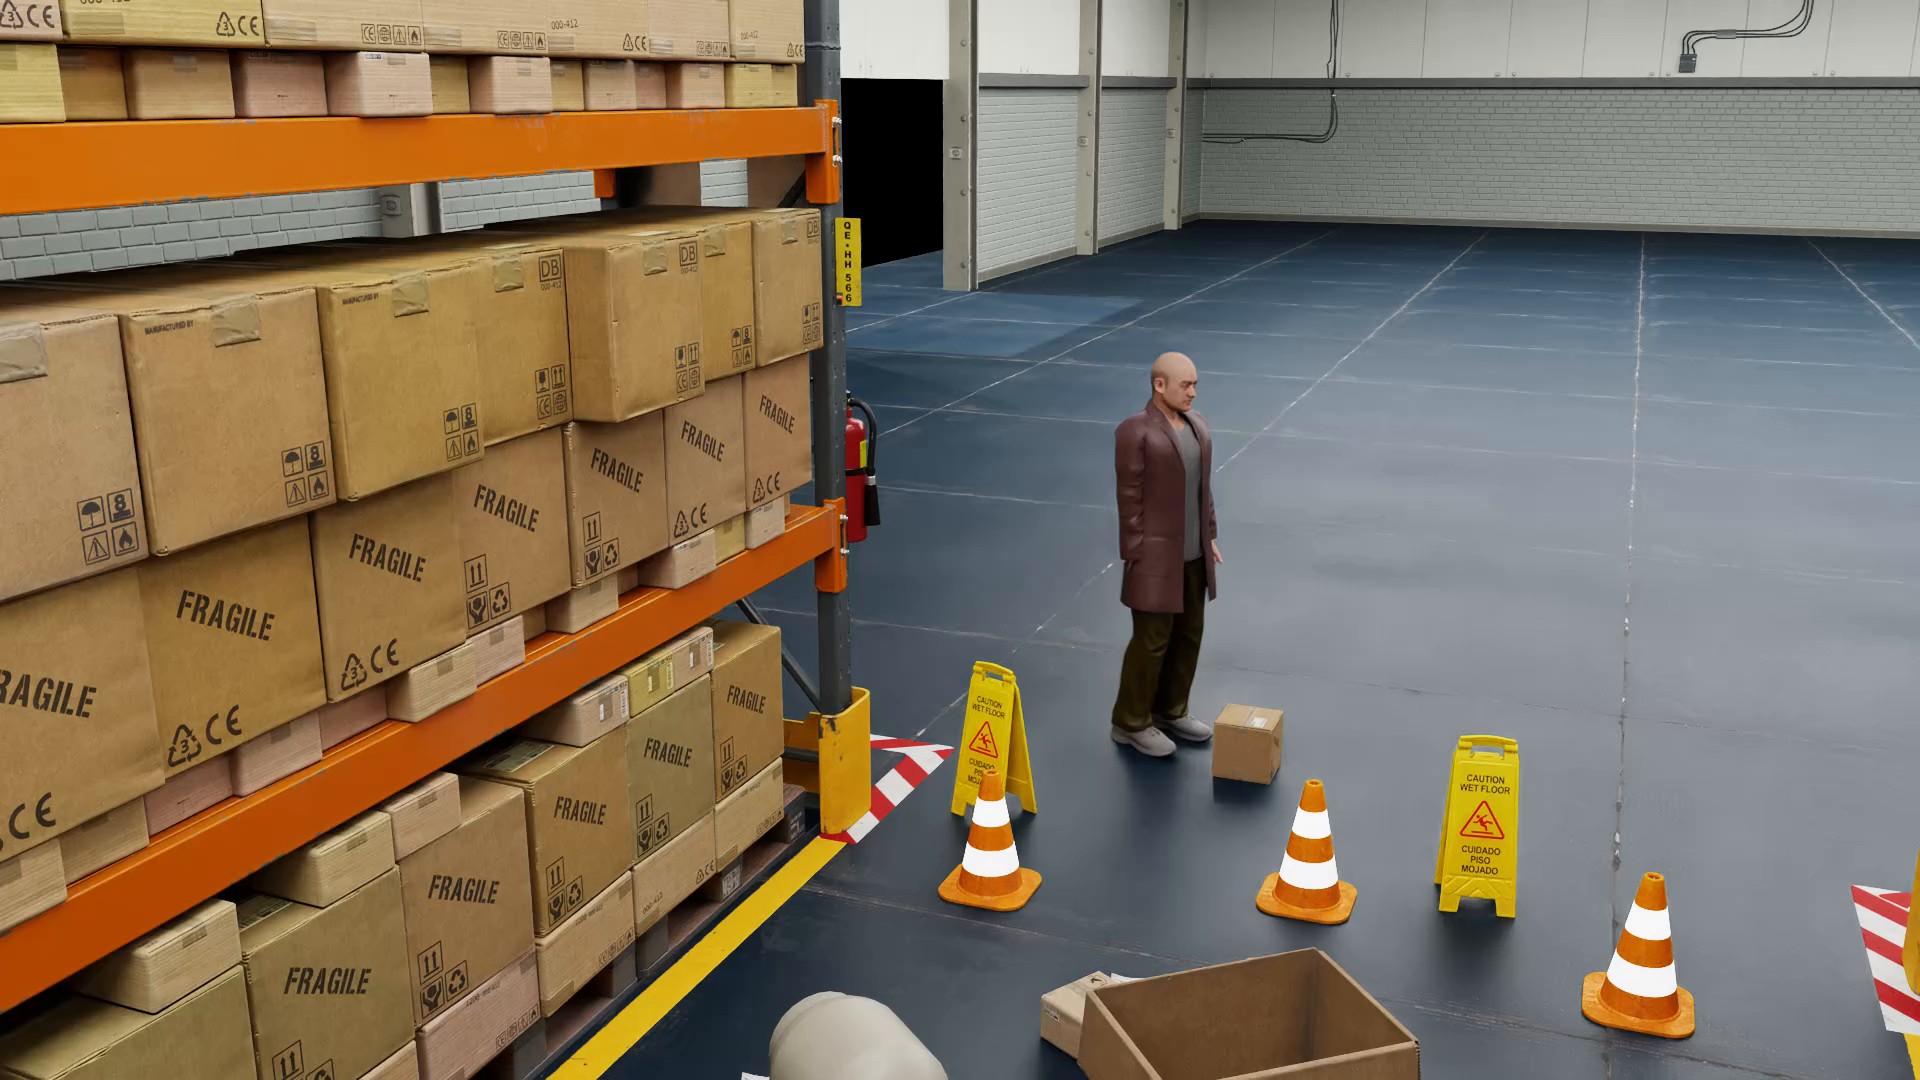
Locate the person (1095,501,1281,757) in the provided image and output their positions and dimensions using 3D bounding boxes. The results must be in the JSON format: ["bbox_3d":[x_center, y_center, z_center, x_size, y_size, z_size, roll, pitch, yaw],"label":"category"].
[{"bbox_3d":[0.992,0.406,7.402,0.624,1.072,0.833,-14,20,-41],"label":"person"}]
